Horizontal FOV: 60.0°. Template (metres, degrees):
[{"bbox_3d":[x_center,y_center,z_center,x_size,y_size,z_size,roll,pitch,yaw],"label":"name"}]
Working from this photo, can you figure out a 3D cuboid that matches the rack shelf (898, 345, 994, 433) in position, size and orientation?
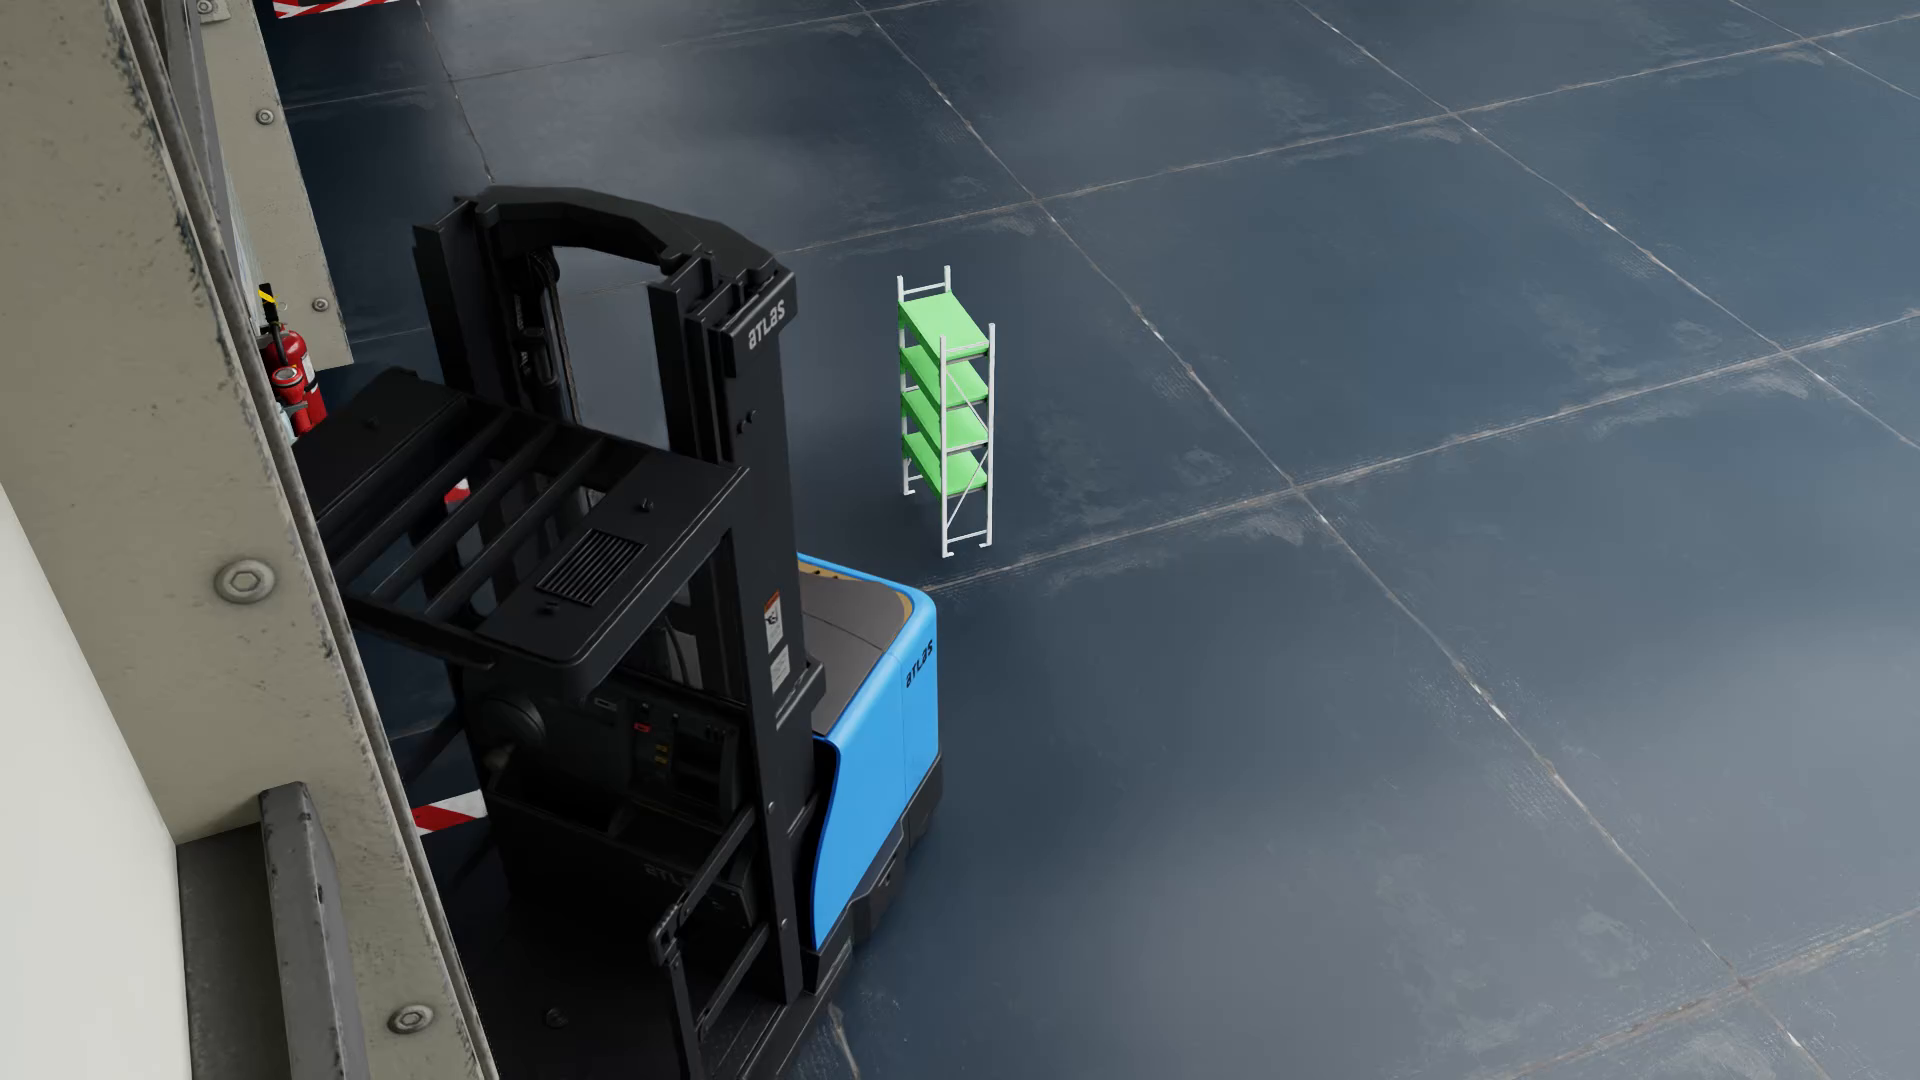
[{"bbox_3d":[-0.063,-0.688,7.279,0.258,0.148,0.480,-15,43,-17],"label":"rack shelf"}]

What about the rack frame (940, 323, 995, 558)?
[{"bbox_3d":[0.030,-0.408,7.222,0.240,1.200,0.015,-15,43,-17],"label":"rack frame"}]

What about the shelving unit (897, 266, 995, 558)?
[{"bbox_3d":[-0.063,-0.555,7.393,0.258,1.200,0.503,-15,43,-17],"label":"shelving unit"}]

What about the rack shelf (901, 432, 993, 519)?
[{"bbox_3d":[-0.063,-0.324,7.592,0.258,0.148,0.480,-15,43,-17],"label":"rack shelf"}]

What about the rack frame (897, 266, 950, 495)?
[{"bbox_3d":[-0.157,-0.702,7.564,0.240,1.200,0.015,-15,43,-17],"label":"rack frame"}]

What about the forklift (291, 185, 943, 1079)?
[{"bbox_3d":[-1.133,0.639,4.677,1.130,2.935,3.031,16,43,18],"label":"forklift"}]

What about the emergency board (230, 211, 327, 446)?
[{"bbox_3d":[-2.498,-0.651,6.125,0.194,1.169,0.643,-15,43,-17],"label":"emergency board"}]

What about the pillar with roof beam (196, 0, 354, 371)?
[{"bbox_3d":[0.569,-5.498,7.160,9.100,9.000,0.400,-15,43,-17],"label":"pillar with roof beam"}]

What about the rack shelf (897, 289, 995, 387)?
[{"bbox_3d":[-0.063,-0.870,7.122,0.258,0.148,0.480,-15,43,-17],"label":"rack shelf"}]

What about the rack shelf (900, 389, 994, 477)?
[{"bbox_3d":[-0.063,-0.506,7.435,0.258,0.148,0.480,-15,43,-17],"label":"rack shelf"}]
